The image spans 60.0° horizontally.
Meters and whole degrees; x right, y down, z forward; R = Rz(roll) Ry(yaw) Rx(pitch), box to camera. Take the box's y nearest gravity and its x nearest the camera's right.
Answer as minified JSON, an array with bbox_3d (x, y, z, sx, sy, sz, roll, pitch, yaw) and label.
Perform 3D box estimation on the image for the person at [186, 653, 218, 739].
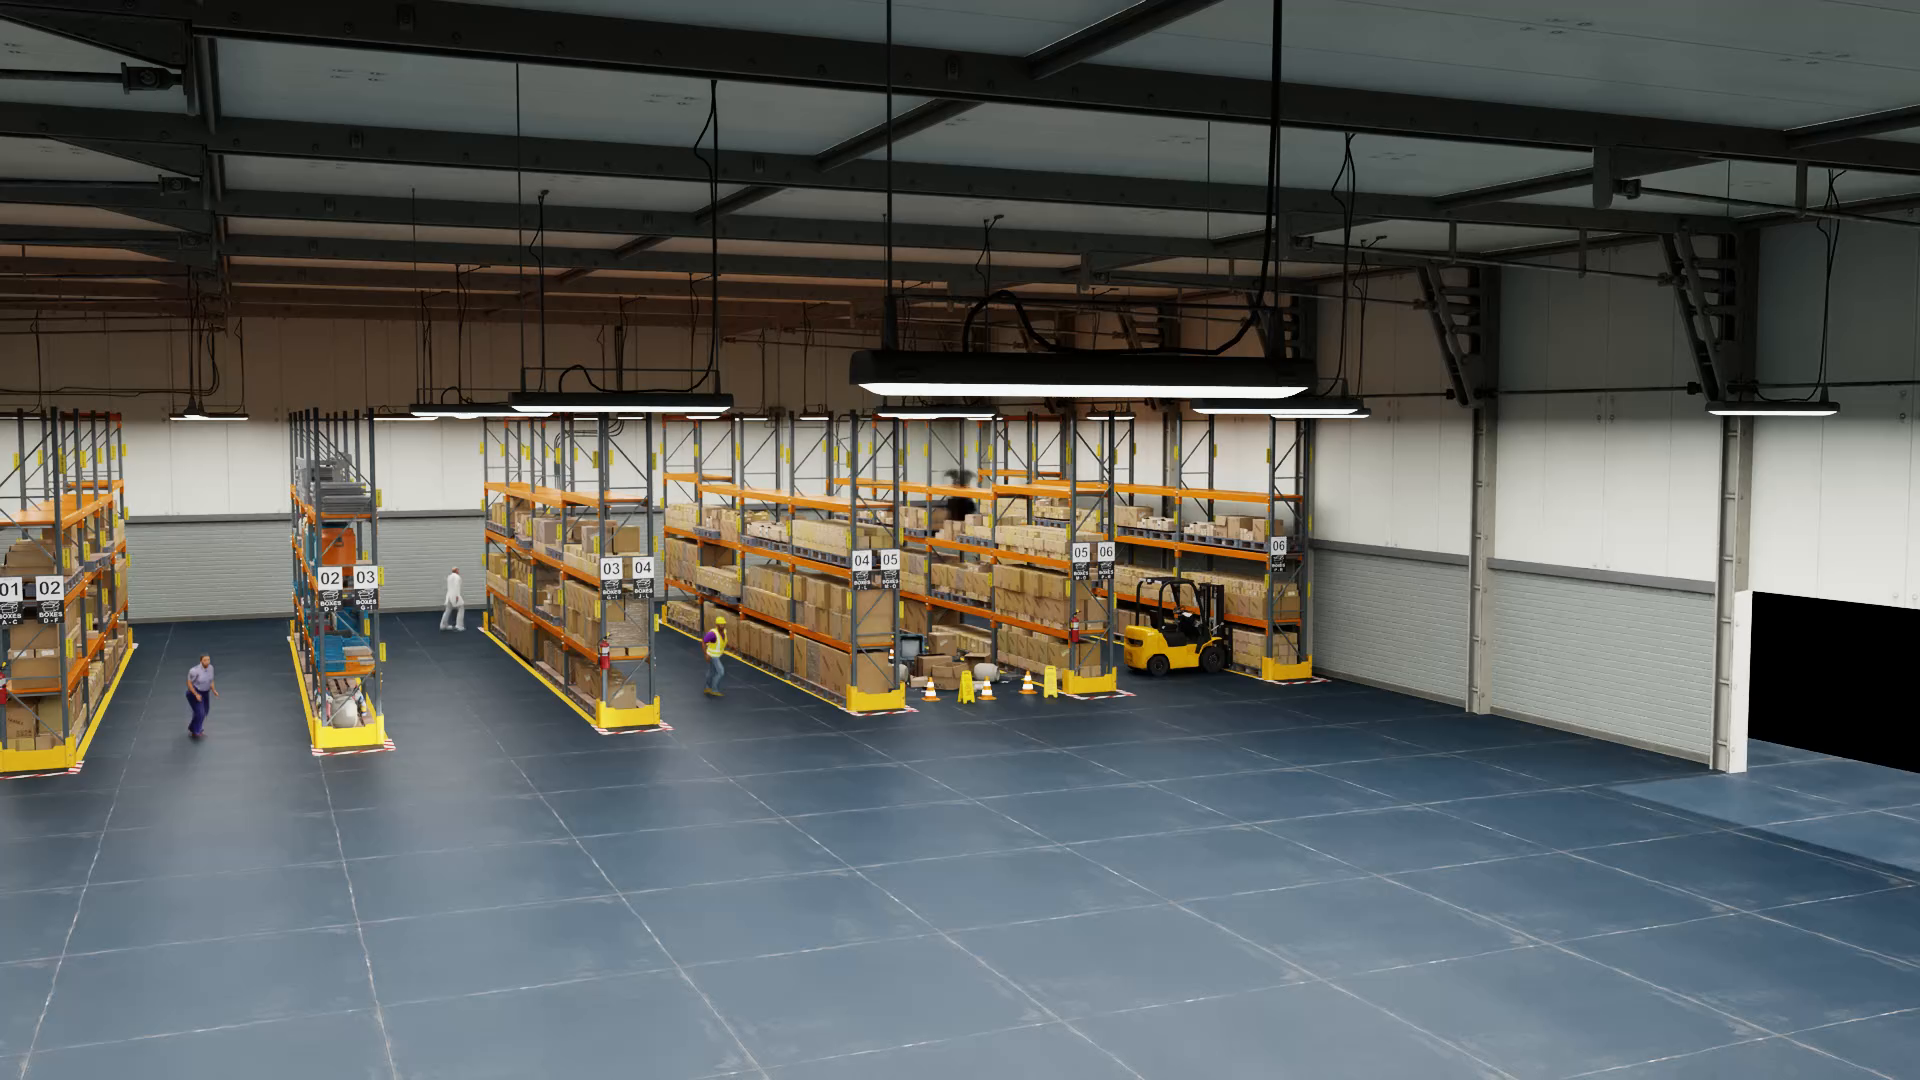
[{"bbox_3d":[-13.892,2.832,30.294,0.750,1.594,0.623,1,4,19],"label":"person"}]

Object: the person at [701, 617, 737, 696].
[{"bbox_3d":[-5.104,2.454,34.992,0.848,1.719,0.698,1,4,14],"label":"person"}]

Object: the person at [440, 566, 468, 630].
[{"bbox_3d":[-14.077,1.736,46.106,0.630,1.628,0.758,3,5,34],"label":"person"}]
